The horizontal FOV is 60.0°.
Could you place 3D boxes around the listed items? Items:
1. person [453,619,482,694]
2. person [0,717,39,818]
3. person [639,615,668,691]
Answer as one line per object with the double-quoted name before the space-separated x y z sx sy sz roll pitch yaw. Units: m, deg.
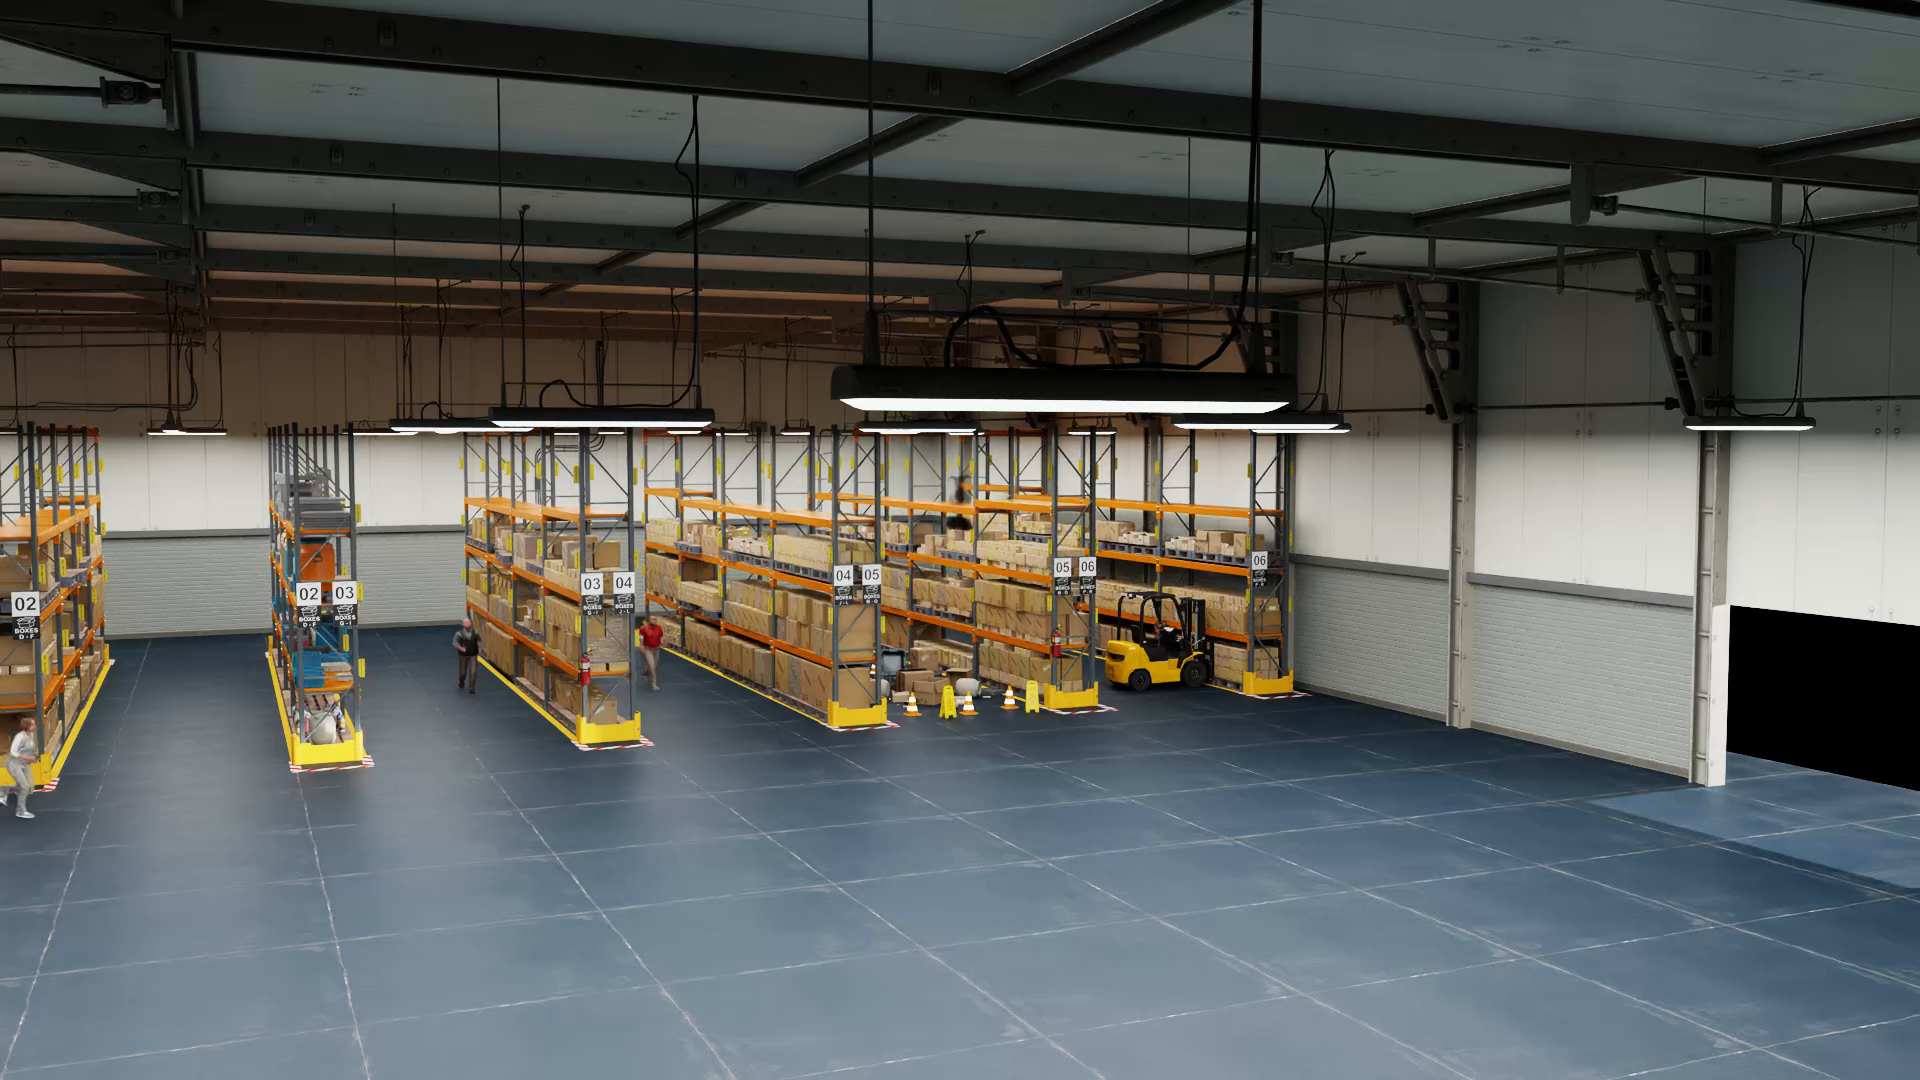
"person" -11.040 2.602 37.330 0.669 1.684 0.760 -2 4 -26
"person" -14.194 3.435 25.059 0.681 1.541 0.522 0 3 4
"person" -7.112 2.558 38.064 0.645 1.717 0.900 -3 5 -41
